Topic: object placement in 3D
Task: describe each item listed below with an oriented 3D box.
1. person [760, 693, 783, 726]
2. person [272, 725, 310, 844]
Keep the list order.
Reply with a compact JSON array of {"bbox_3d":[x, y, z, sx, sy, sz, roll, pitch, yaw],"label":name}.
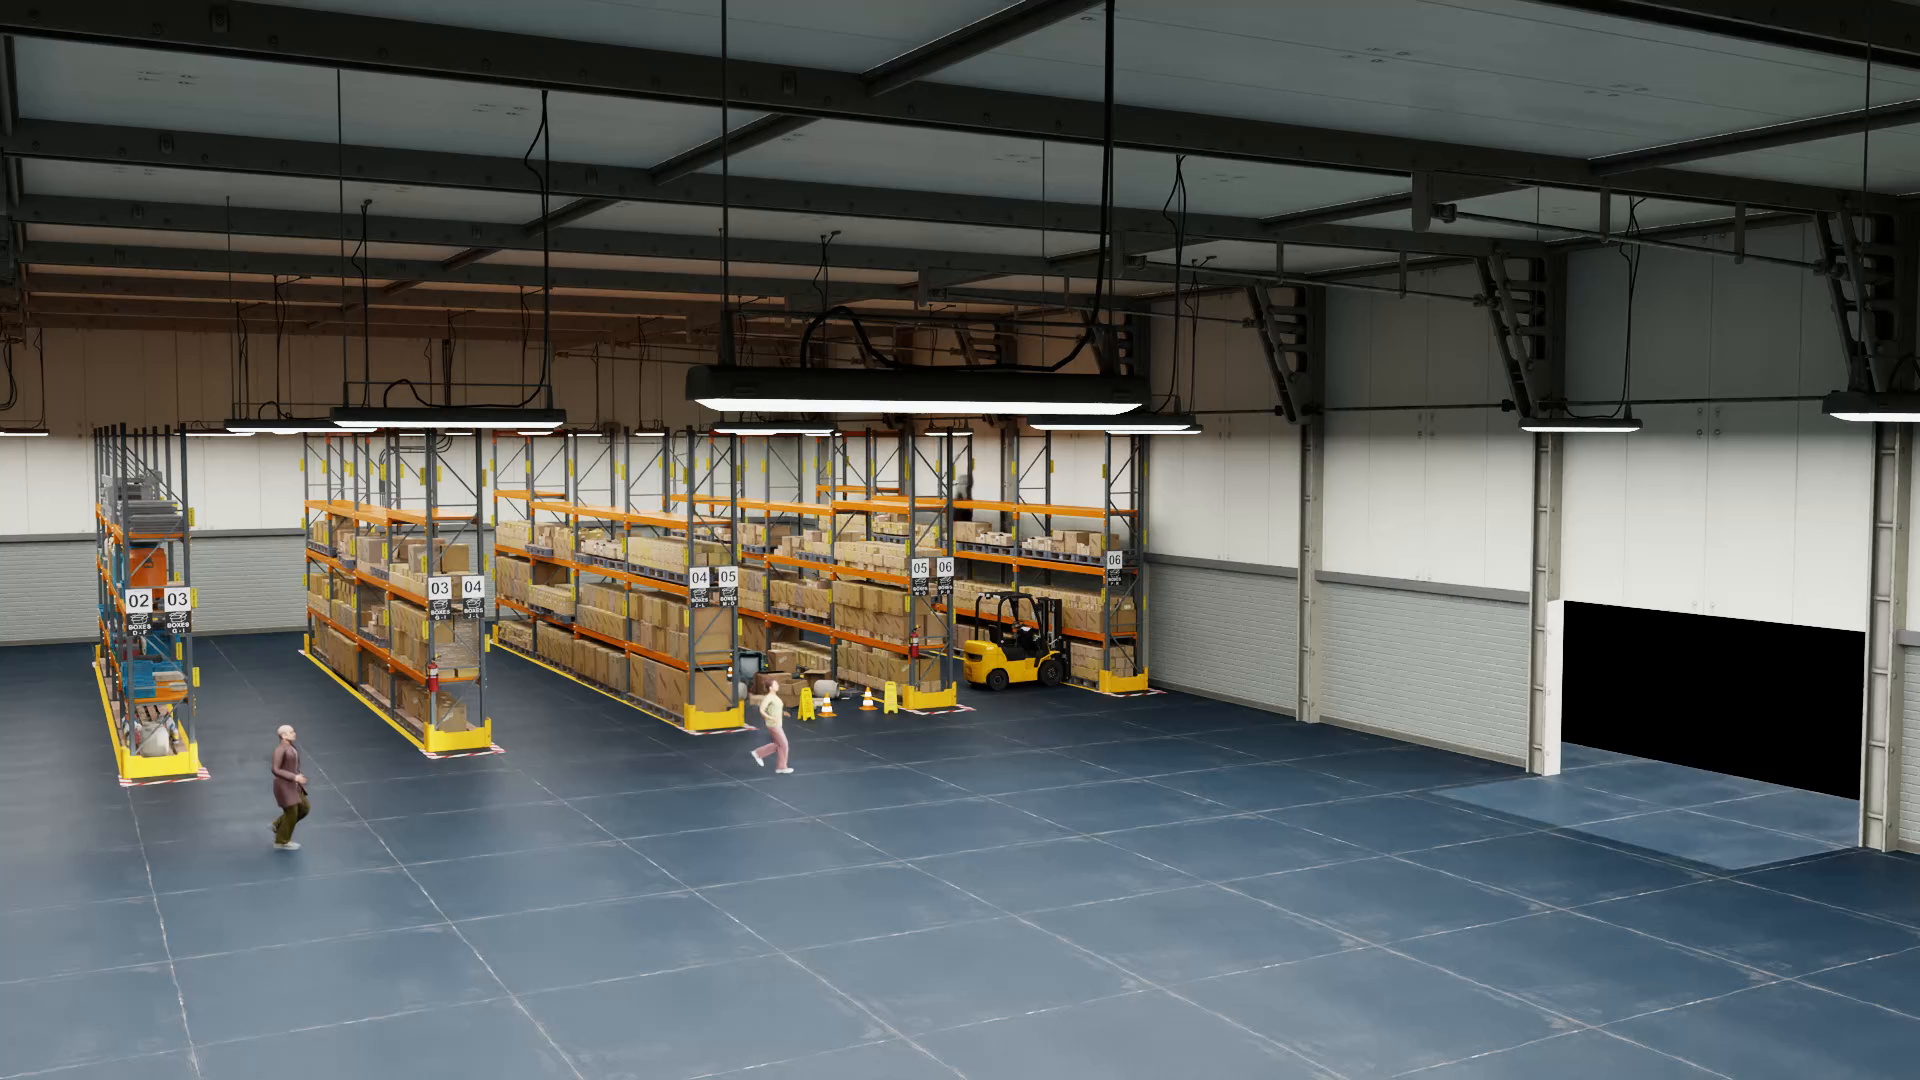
[{"bbox_3d":[-3.209,2.897,28.482,0.323,0.558,0.545,1,3,9],"label":"person"},{"bbox_3d":[-9.342,3.411,23.168,0.575,1.673,0.661,0,3,-3],"label":"person"}]
